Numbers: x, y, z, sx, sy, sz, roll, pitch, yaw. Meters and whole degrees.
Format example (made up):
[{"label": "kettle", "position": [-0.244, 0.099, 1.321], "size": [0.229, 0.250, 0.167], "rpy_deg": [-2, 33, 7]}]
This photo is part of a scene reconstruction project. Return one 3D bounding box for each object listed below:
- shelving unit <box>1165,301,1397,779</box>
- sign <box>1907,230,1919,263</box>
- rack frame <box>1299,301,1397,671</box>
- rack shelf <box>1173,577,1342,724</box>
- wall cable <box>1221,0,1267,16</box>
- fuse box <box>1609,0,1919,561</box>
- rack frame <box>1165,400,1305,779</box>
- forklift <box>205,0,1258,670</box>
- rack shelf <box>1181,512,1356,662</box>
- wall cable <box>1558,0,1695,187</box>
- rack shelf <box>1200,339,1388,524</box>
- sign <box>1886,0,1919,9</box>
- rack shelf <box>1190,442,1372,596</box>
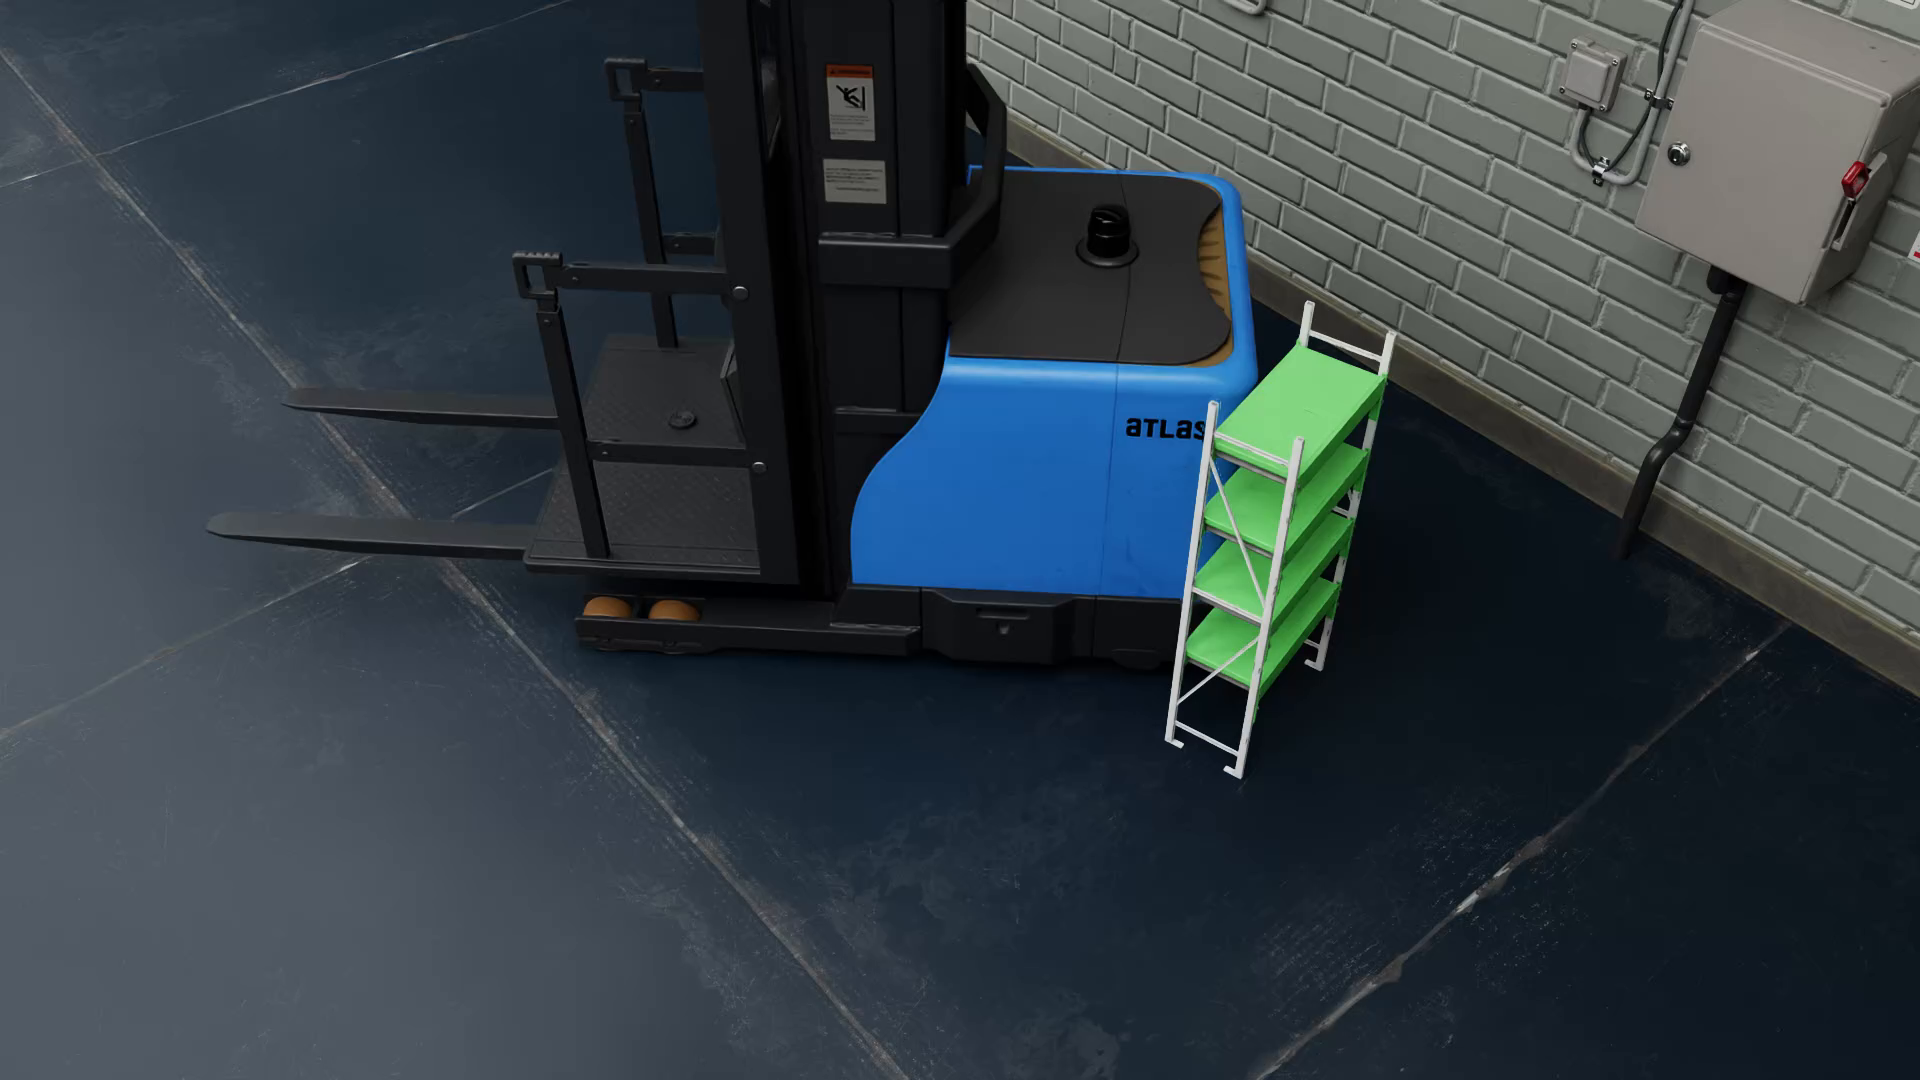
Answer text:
[{"label": "shelving unit", "position": [0.816, 0.030, 4.342], "size": [0.258, 1.200, 0.503], "rpy_deg": [26, 49, 25]}, {"label": "sign", "position": [2.532, -0.818, 3.999], "size": [0.001, 0.494, 0.329], "rpy_deg": [-30, 51, -28]}, {"label": "rack frame", "position": [0.957, -0.106, 4.487], "size": [0.240, 1.200, 0.015], "rpy_deg": [26, 49, 25]}, {"label": "rack shelf", "position": [0.816, 0.252, 4.550], "size": [0.258, 0.148, 0.480], "rpy_deg": [26, 49, 25]}, {"label": "wall cable", "position": [0.820, -2.570, 5.030], "size": [0.123, 1.953, 0.585], "rpy_deg": [-30, 51, -28]}, {"label": "fuse box", "position": [2.056, -0.551, 4.587], "size": [0.414, 1.711, 0.539], "rpy_deg": [-30, 51, -28]}, {"label": "rack frame", "position": [0.675, 0.166, 4.197], "size": [0.240, 1.200, 0.015], "rpy_deg": [26, 49, 25]}, {"label": "forklift", "position": [-0.718, -1.091, 4.270], "size": [3.031, 2.935, 1.130], "rpy_deg": [3, 43, 3]}, {"label": "rack shelf", "position": [0.816, 0.077, 4.385], "size": [0.258, 0.148, 0.480], "rpy_deg": [26, 49, 25]}, {"label": "wall cable", "position": [1.739, -1.819, 4.253], "size": [0.122, 1.984, 0.588], "rpy_deg": [-30, 51, -28]}, {"label": "rack shelf", "position": [0.816, -0.273, 4.057], "size": [0.258, 0.148, 0.480], "rpy_deg": [26, 49, 25]}, {"label": "sign", "position": [2.179, -1.442, 3.991], "size": [0.001, 0.242, 0.339], "rpy_deg": [-30, 51, -28]}, {"label": "rack shelf", "position": [0.816, -0.098, 4.221], "size": [0.258, 0.148, 0.480], "rpy_deg": [26, 49, 25]}]
